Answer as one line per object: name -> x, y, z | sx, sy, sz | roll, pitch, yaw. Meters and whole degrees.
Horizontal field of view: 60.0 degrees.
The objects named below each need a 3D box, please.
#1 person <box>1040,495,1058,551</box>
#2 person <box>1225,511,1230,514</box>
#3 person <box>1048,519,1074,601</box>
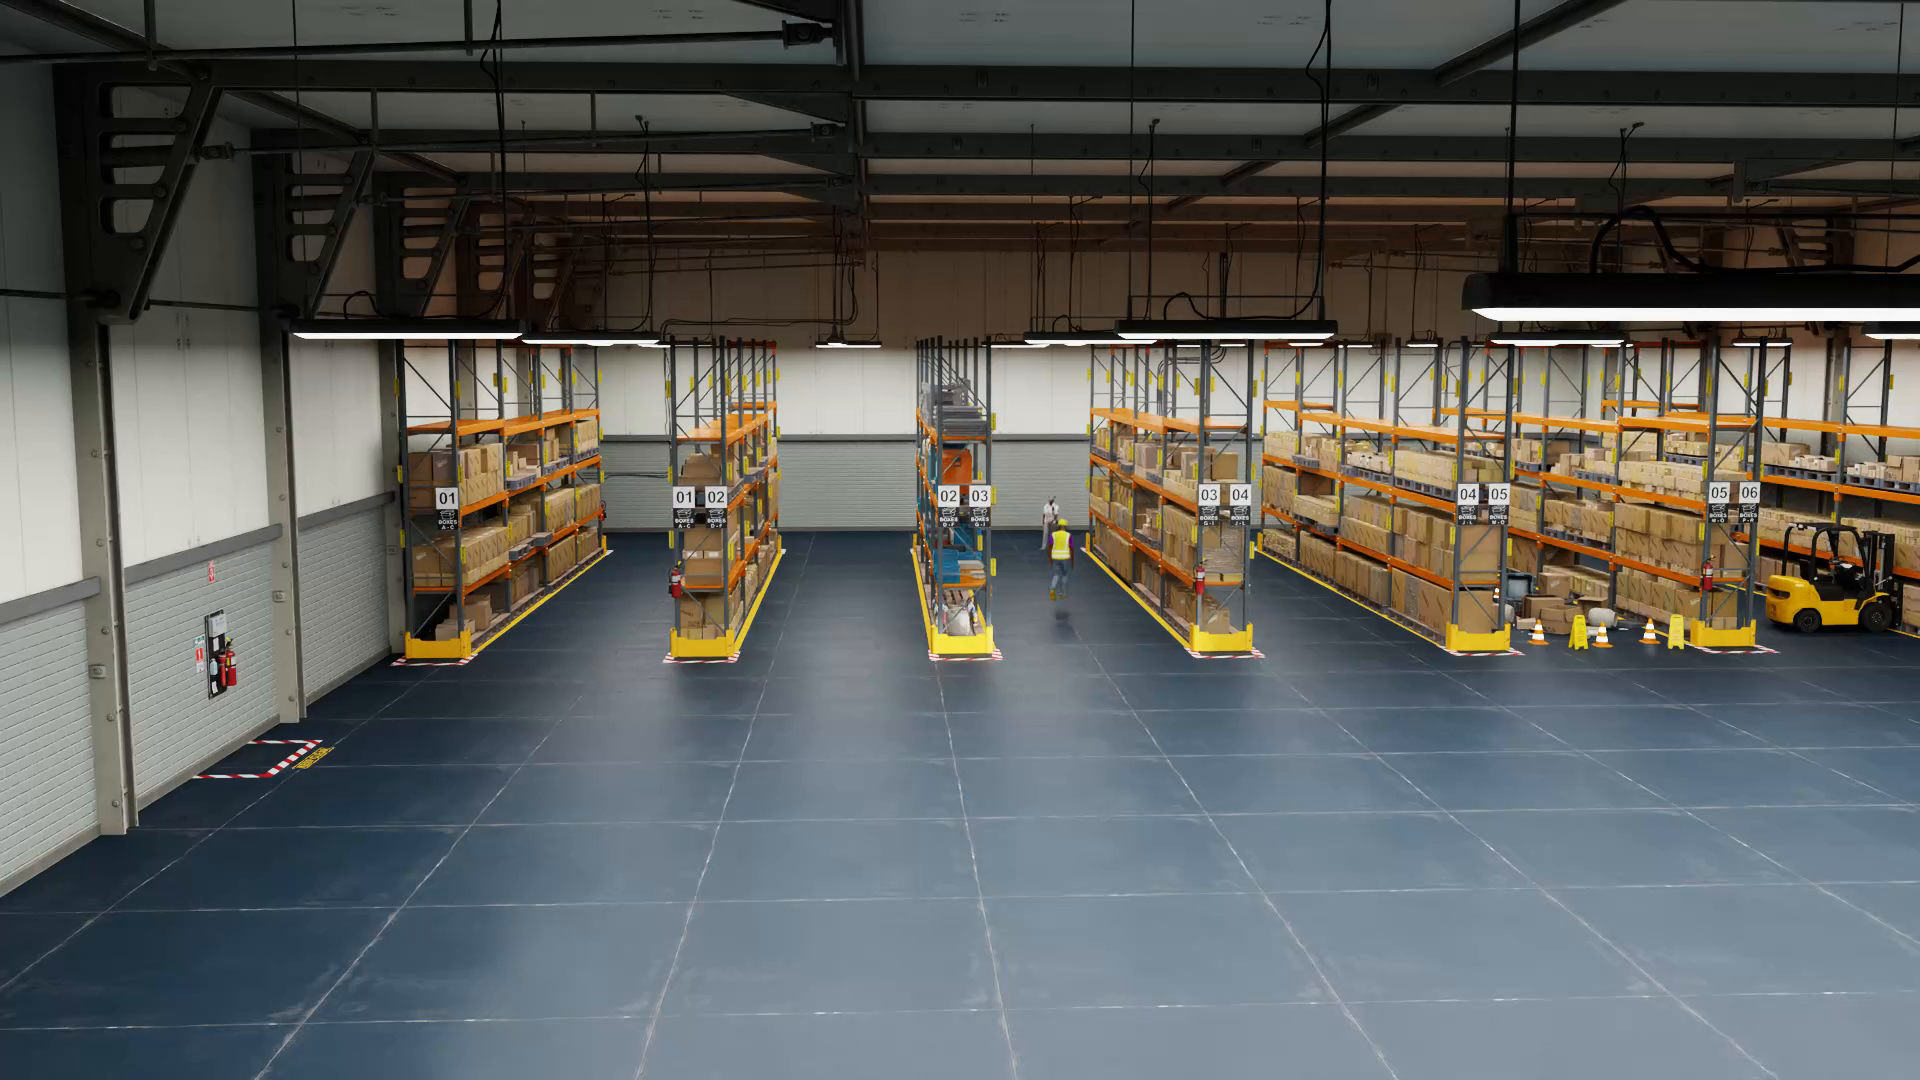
person -> 2.537, -0.485, 47.390 | 0.543, 1.601, 1.060 | 2, 7, 19
person -> 7.078, -0.167, 44.648 | 0.566, 1.812, 0.935 | 0, 6, -1
person -> 2.225, 0.445, 36.519 | 0.557, 1.799, 0.566 | 4, 8, 33
